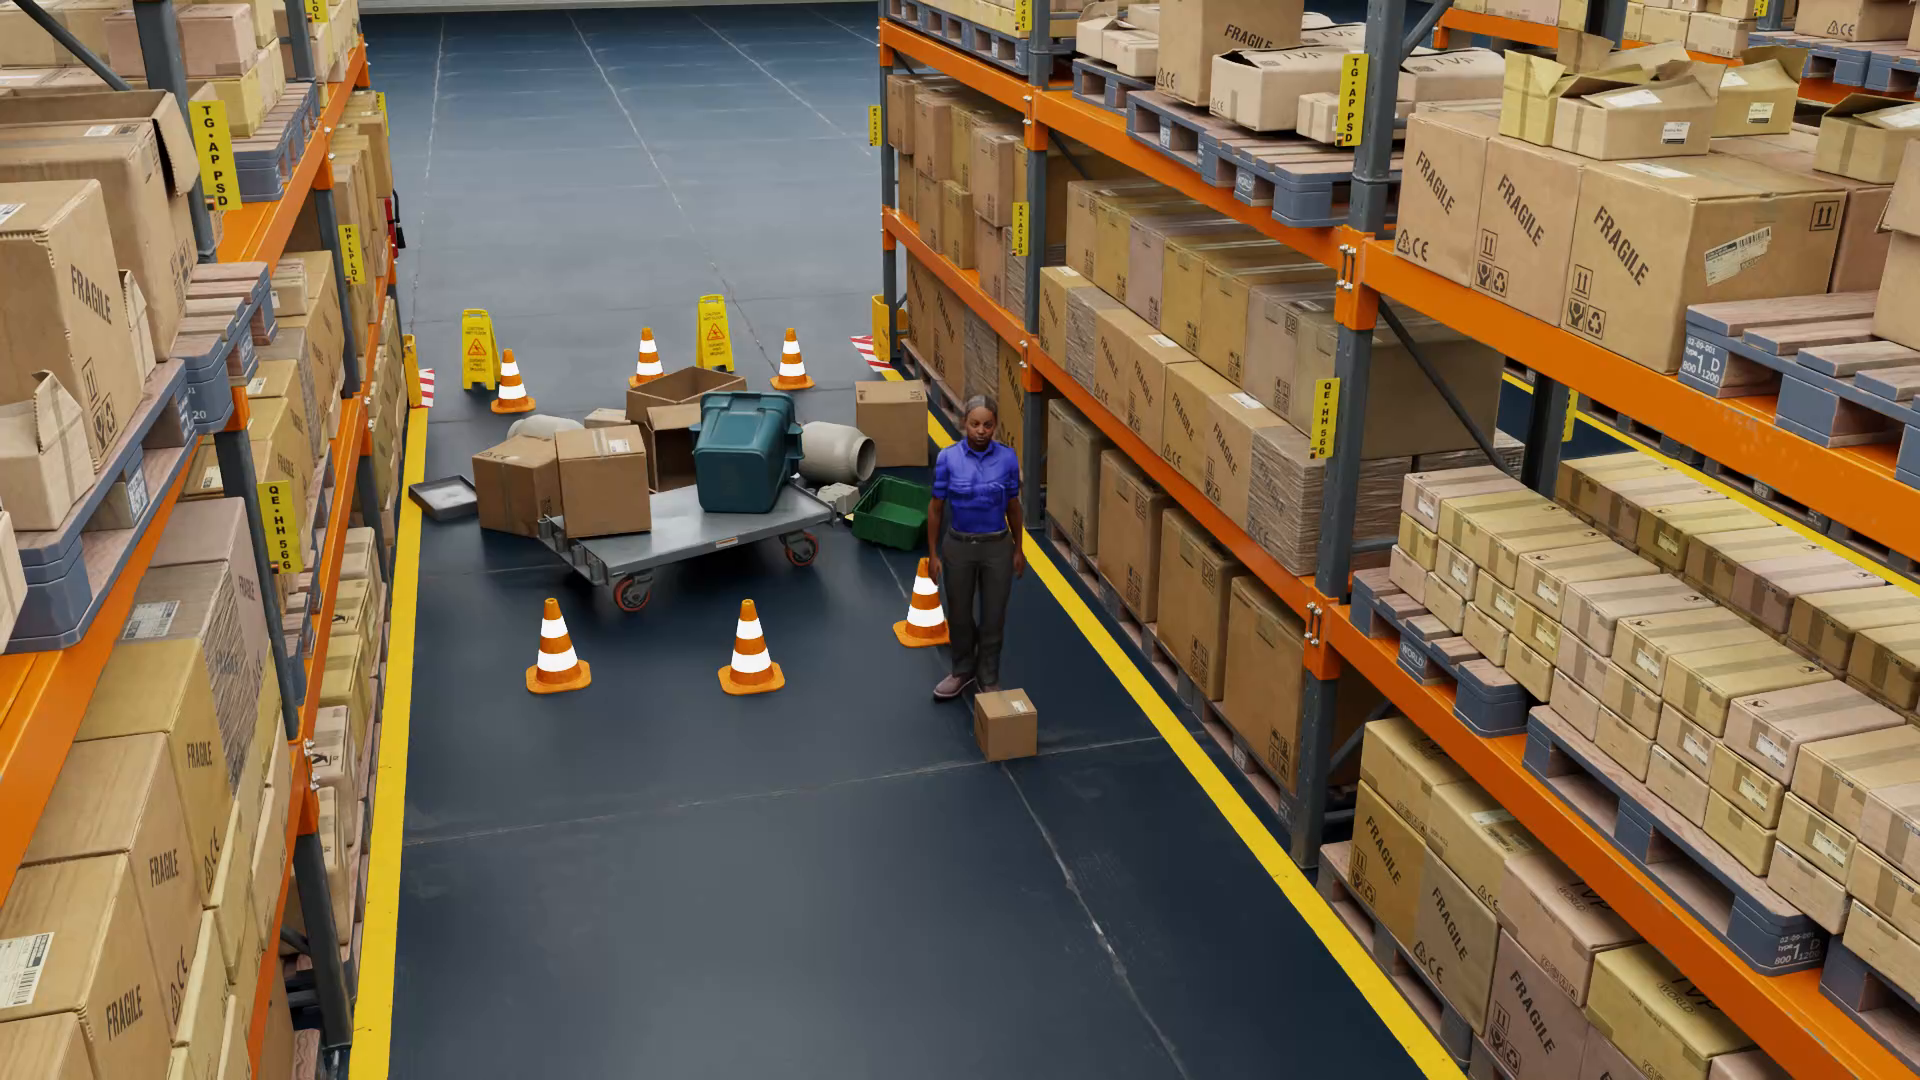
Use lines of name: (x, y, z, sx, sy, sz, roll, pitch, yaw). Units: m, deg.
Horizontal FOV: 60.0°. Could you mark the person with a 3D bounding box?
person: (0.084, 0.059, 8.426, 0.502, 1.653, 0.388, -1, 23, -3)
